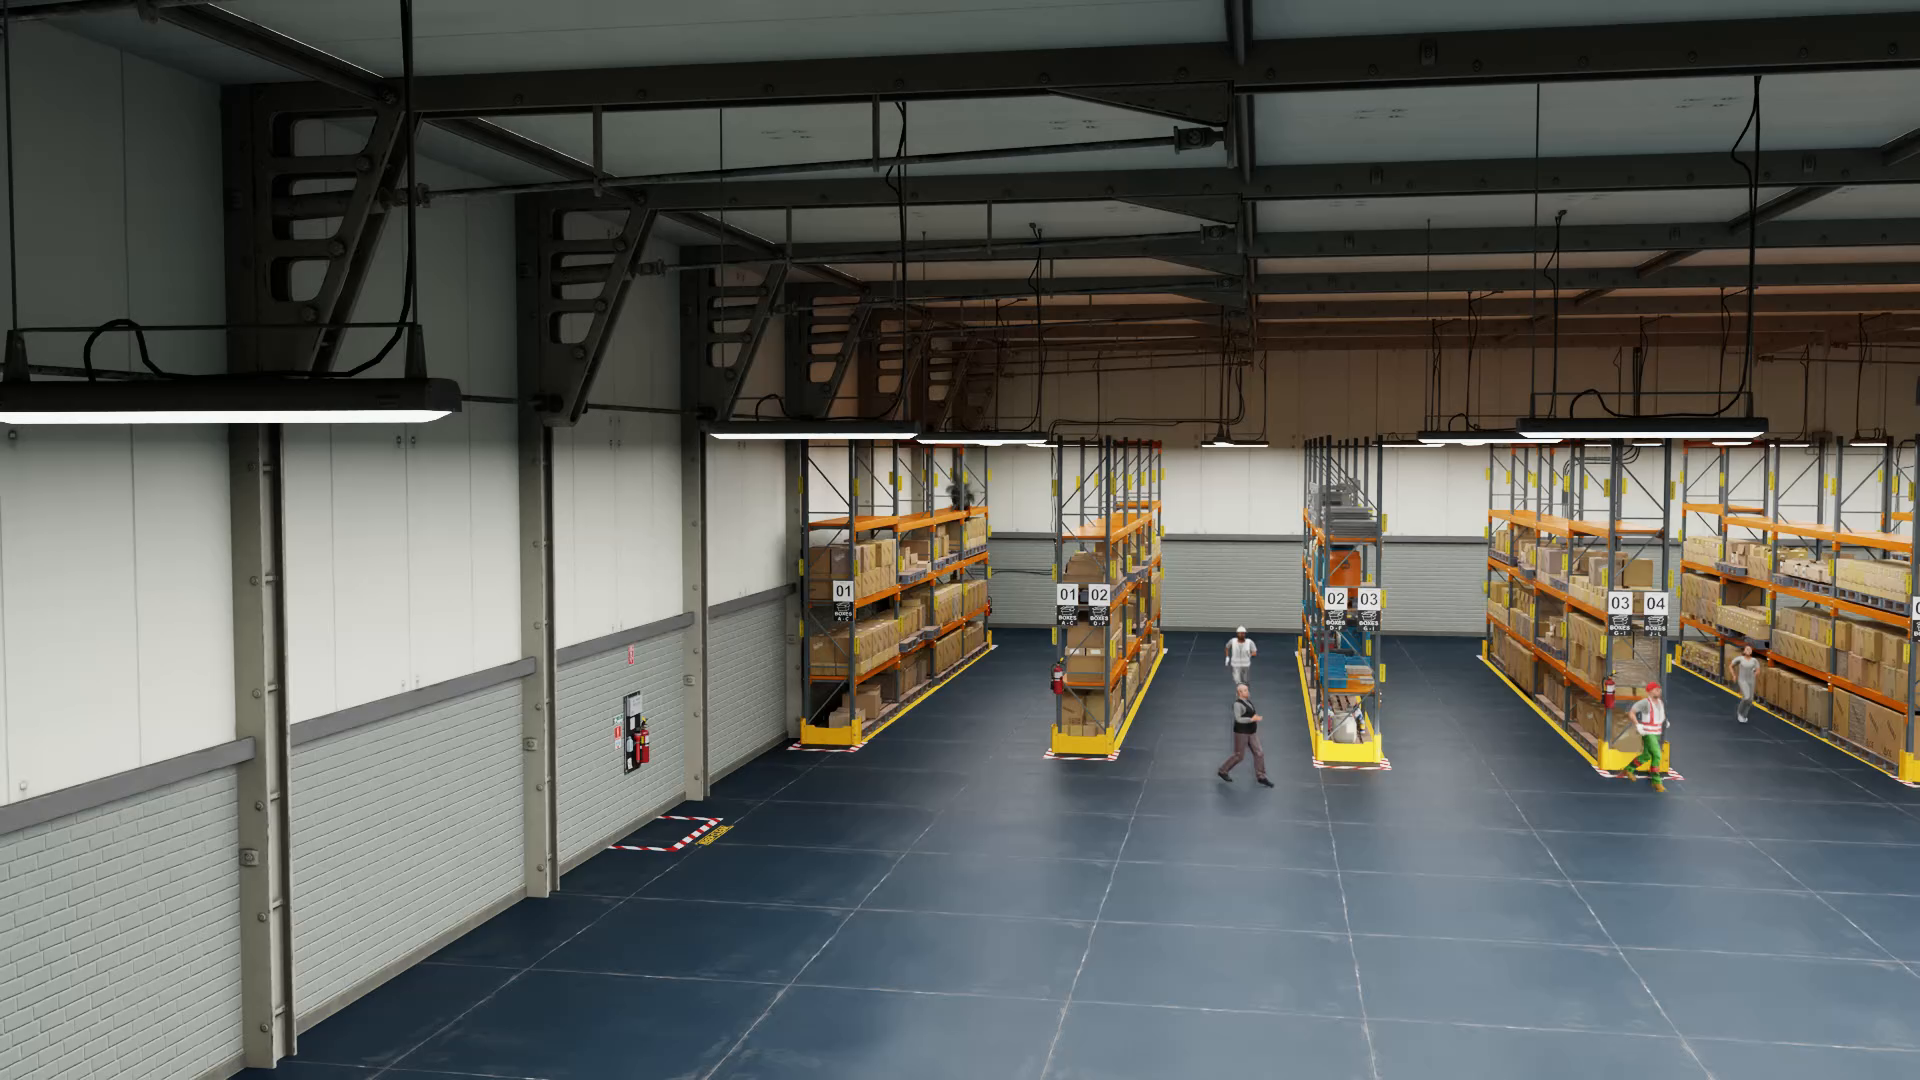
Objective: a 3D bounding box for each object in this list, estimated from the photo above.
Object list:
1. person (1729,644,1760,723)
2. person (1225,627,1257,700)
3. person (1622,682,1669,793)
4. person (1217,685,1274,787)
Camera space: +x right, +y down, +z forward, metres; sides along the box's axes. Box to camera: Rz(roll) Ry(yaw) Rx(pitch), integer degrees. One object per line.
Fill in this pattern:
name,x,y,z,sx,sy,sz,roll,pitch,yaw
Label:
person,16.451,3.002,34.784,0.541,1.642,0.660,0,3,1
person,6.241,2.801,36.893,0.684,1.769,1.004,0,3,4
person,11.668,3.299,28.176,0.670,1.815,0.885,-2,4,-37
person,4.877,3.322,28.336,0.962,1.722,0.660,2,4,36
